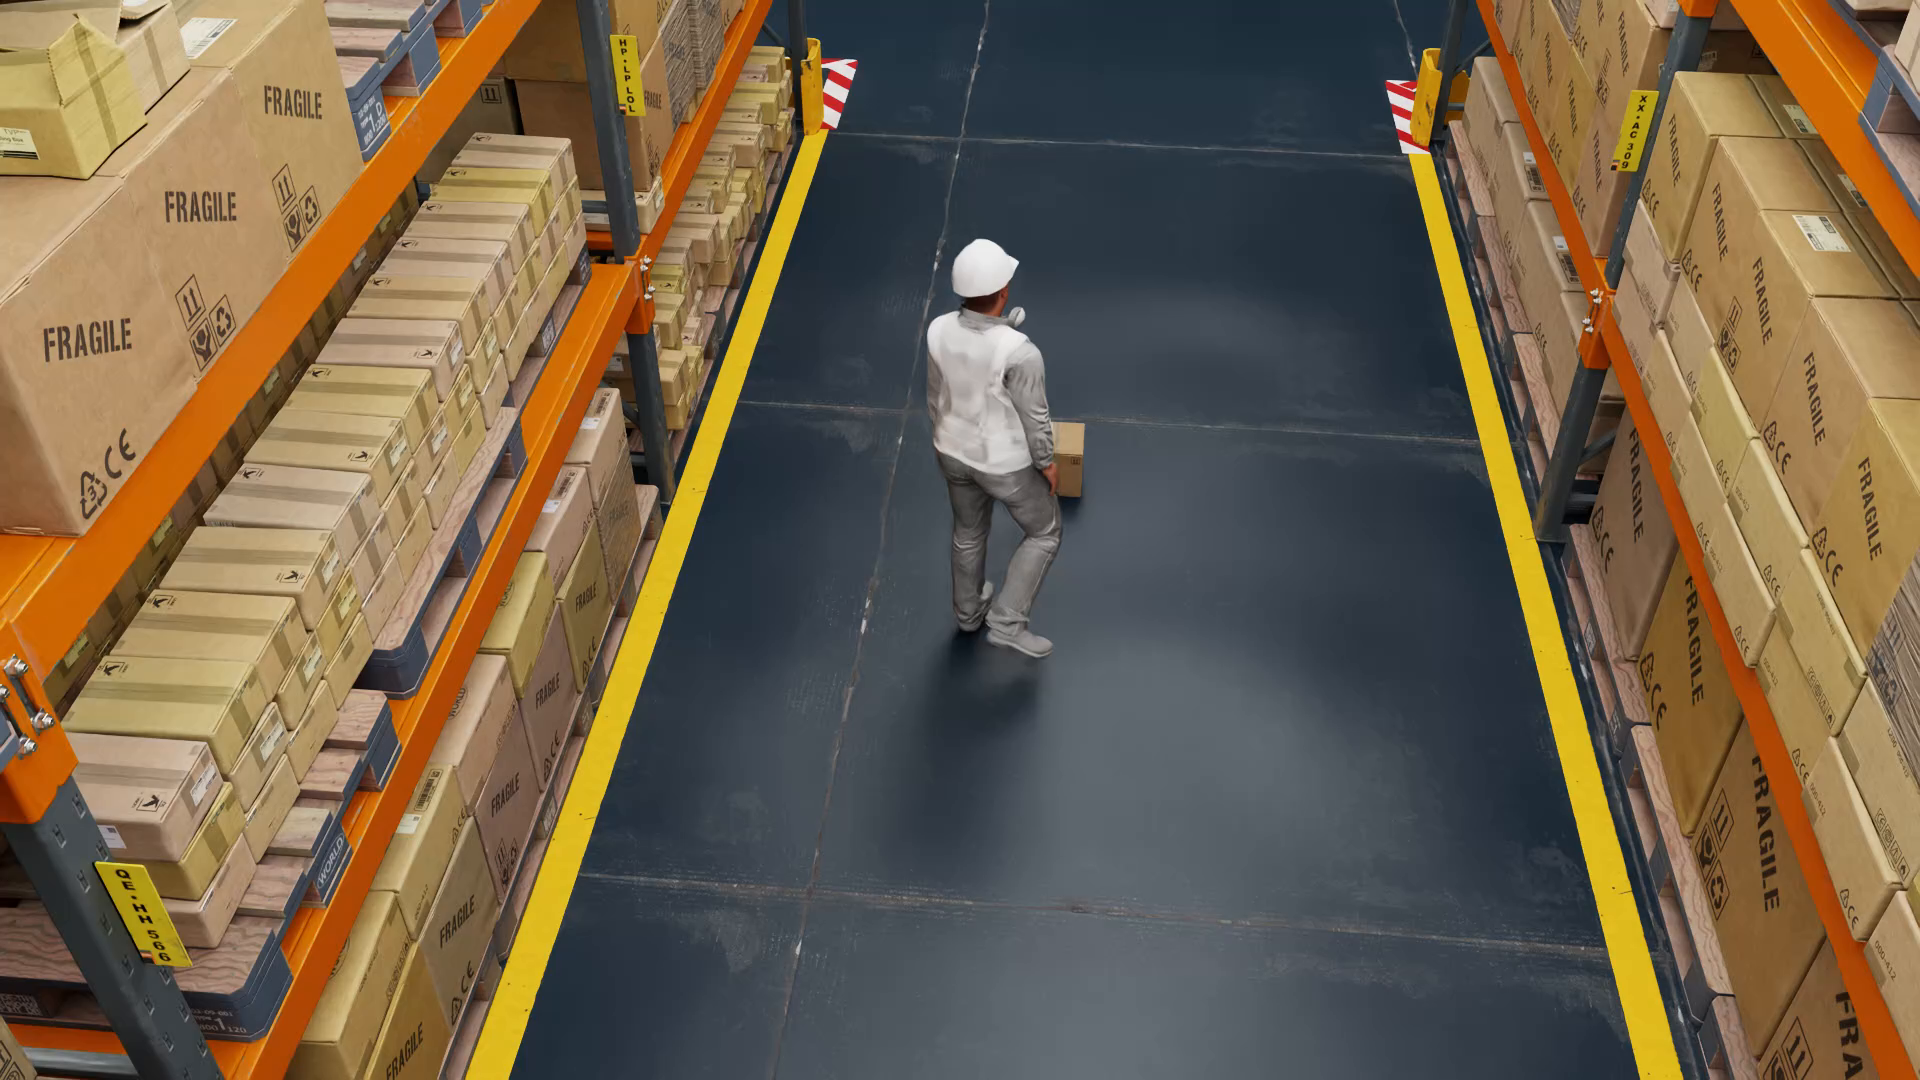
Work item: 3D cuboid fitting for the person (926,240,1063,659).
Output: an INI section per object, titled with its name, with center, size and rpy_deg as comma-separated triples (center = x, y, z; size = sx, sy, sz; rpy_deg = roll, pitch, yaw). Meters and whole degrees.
[person]
center = 0.134, -0.316, 6.493
size = 0.669, 1.768, 0.465
rpy_deg = 26, 46, 28
